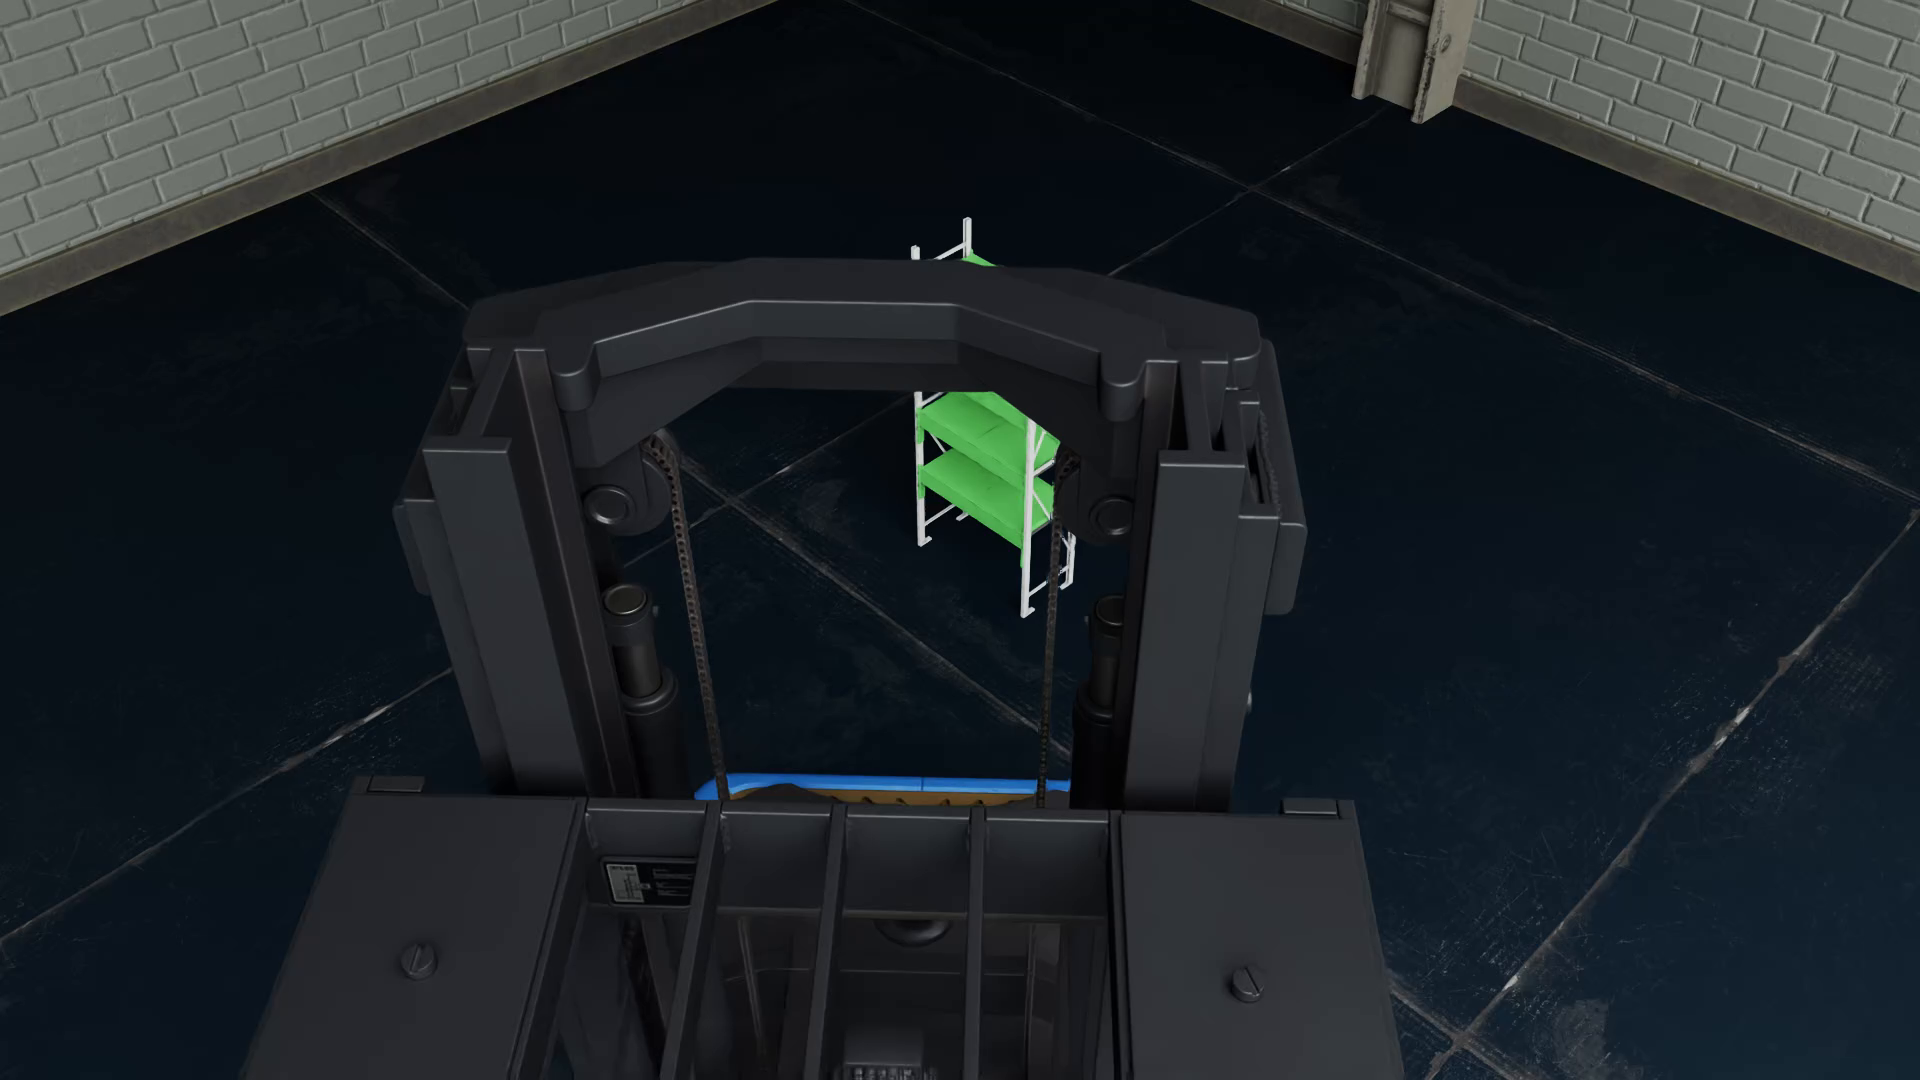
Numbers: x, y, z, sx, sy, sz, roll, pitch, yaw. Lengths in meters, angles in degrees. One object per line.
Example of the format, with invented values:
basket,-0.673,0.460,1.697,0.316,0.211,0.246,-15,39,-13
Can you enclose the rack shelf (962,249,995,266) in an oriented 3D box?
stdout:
rack shelf,0.117,-0.667,4.974,0.258,0.148,0.480,-34,53,-31

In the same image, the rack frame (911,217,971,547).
rack frame,-0.055,-0.478,5.384,0.240,1.200,0.015,-34,53,-31

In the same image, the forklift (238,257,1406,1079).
forklift,-0.127,1.227,2.262,1.130,2.935,3.031,1,43,1

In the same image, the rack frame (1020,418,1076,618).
rack frame,0.289,-0.244,5.130,0.240,1.200,0.015,-34,53,-31

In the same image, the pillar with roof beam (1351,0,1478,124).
pillar with roof beam,-0.900,-3.380,2.777,9.100,9.000,0.400,-34,53,-31

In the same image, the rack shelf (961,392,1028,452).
rack shelf,0.117,-0.490,5.137,0.258,0.148,0.480,-34,53,-31

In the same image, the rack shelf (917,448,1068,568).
rack shelf,0.117,-0.138,5.463,0.258,0.148,0.480,-34,53,-31

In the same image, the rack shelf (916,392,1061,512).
rack shelf,0.117,-0.314,5.300,0.258,0.148,0.480,-34,53,-31

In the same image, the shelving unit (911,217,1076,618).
shelving unit,0.117,-0.361,5.257,0.258,1.200,0.503,-34,53,-31
